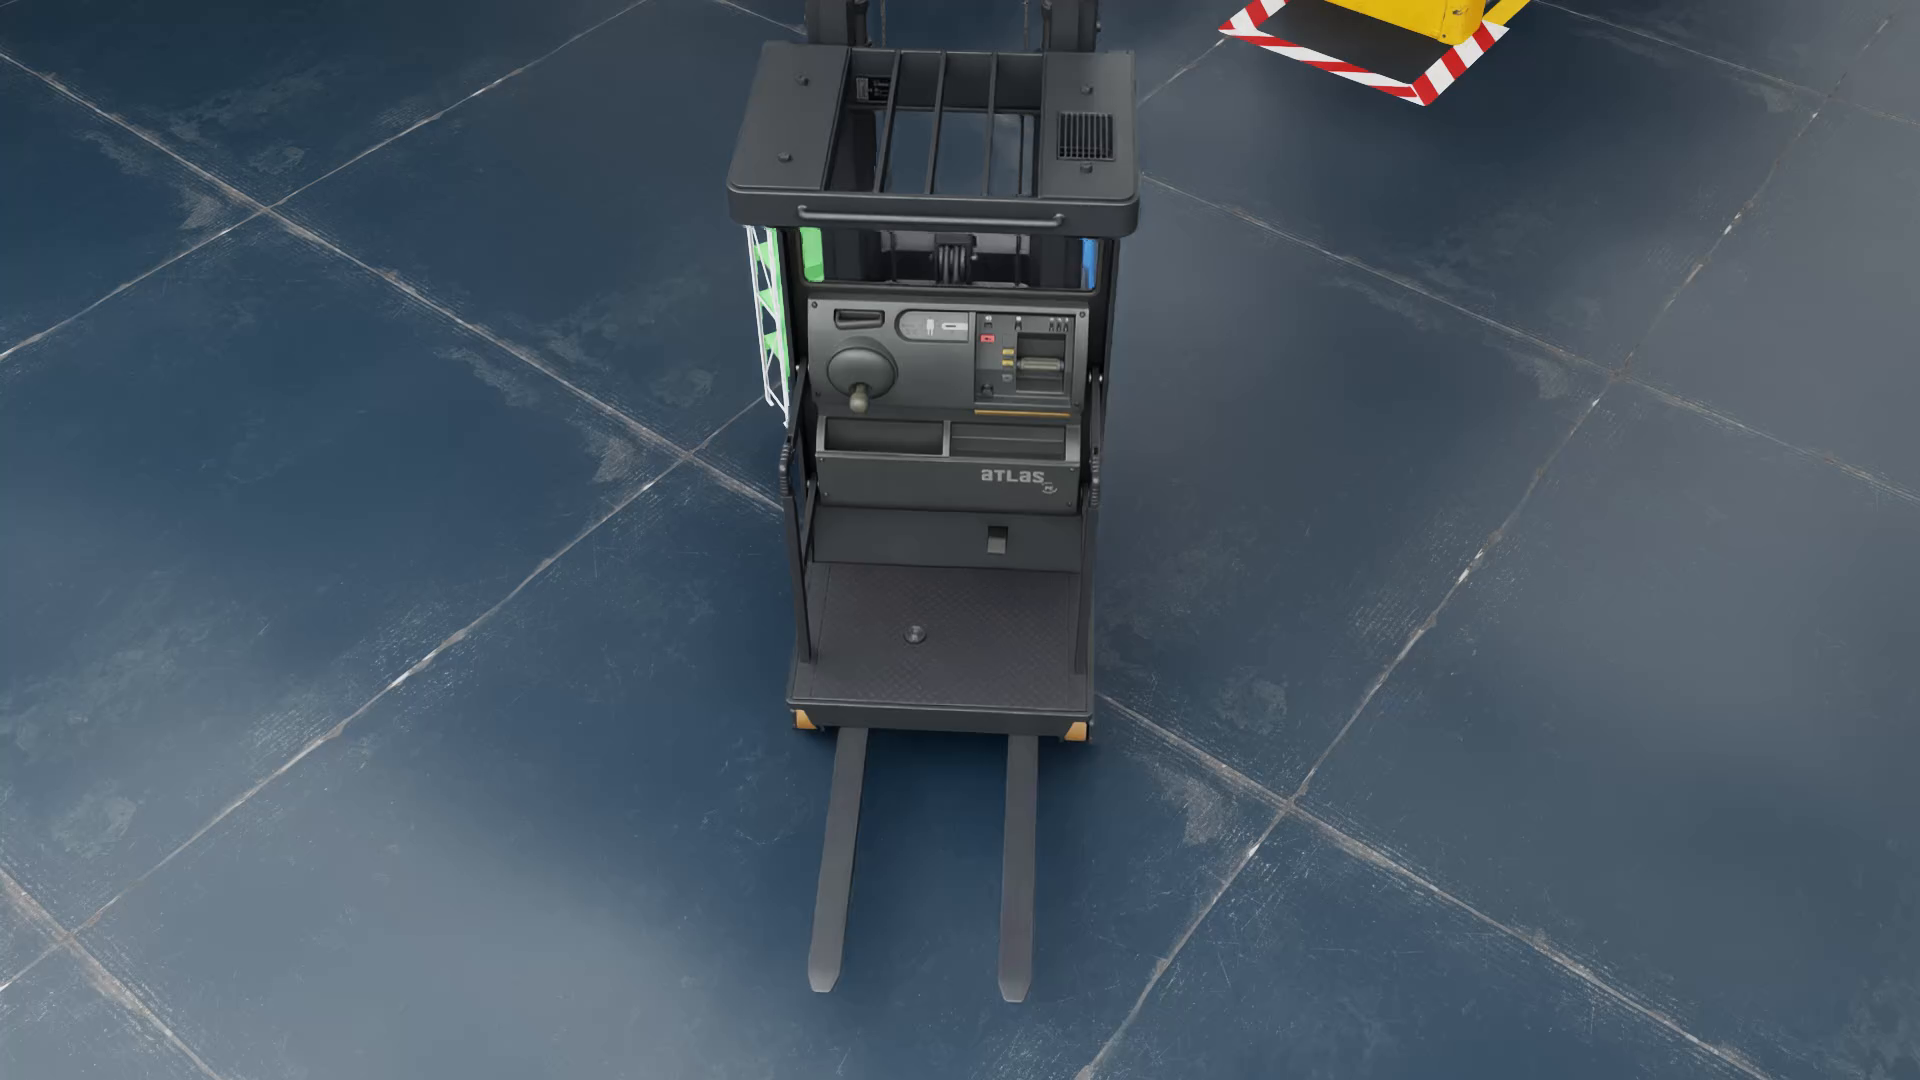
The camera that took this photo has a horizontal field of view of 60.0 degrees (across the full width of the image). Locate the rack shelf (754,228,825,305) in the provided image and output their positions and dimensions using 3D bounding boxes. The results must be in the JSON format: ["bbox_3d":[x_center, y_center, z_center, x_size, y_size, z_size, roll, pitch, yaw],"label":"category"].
[{"bbox_3d":[-0.600,-1.186,6.974,0.480,0.148,0.258,-22,50,-20],"label":"rack shelf"}]

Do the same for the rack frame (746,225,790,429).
[{"bbox_3d":[-0.813,-0.977,7.019,0.015,1.200,0.240,-22,50,-20],"label":"rack frame"}]

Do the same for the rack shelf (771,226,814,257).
[{"bbox_3d":[-0.600,-1.352,6.801,0.480,0.148,0.258,-22,50,-20],"label":"rack shelf"}]

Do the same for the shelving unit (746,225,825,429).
[{"bbox_3d":[-0.600,-1.064,7.102,0.503,1.200,0.258,-22,50,-20],"label":"shelving unit"}]

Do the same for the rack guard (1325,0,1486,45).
[{"bbox_3d":[2.528,-3.384,9.802,1.175,0.500,0.348,29,53,25],"label":"rack guard"}]

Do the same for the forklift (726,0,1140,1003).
[{"bbox_3d":[-0.050,-0.513,5.378,1.130,2.935,3.031,2,46,2],"label":"forklift"}]

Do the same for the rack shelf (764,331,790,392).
[{"bbox_3d":[-0.600,-0.855,7.322,0.480,0.148,0.258,-22,50,-20],"label":"rack shelf"}]

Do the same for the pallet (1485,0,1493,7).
[{"bbox_3d":[3.029,-3.747,10.348,1.003,0.211,1.213,29,53,25],"label":"pallet"}]

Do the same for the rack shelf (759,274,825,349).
[{"bbox_3d":[-0.600,-1.020,7.148,0.480,0.148,0.258,-22,50,-20],"label":"rack shelf"}]
